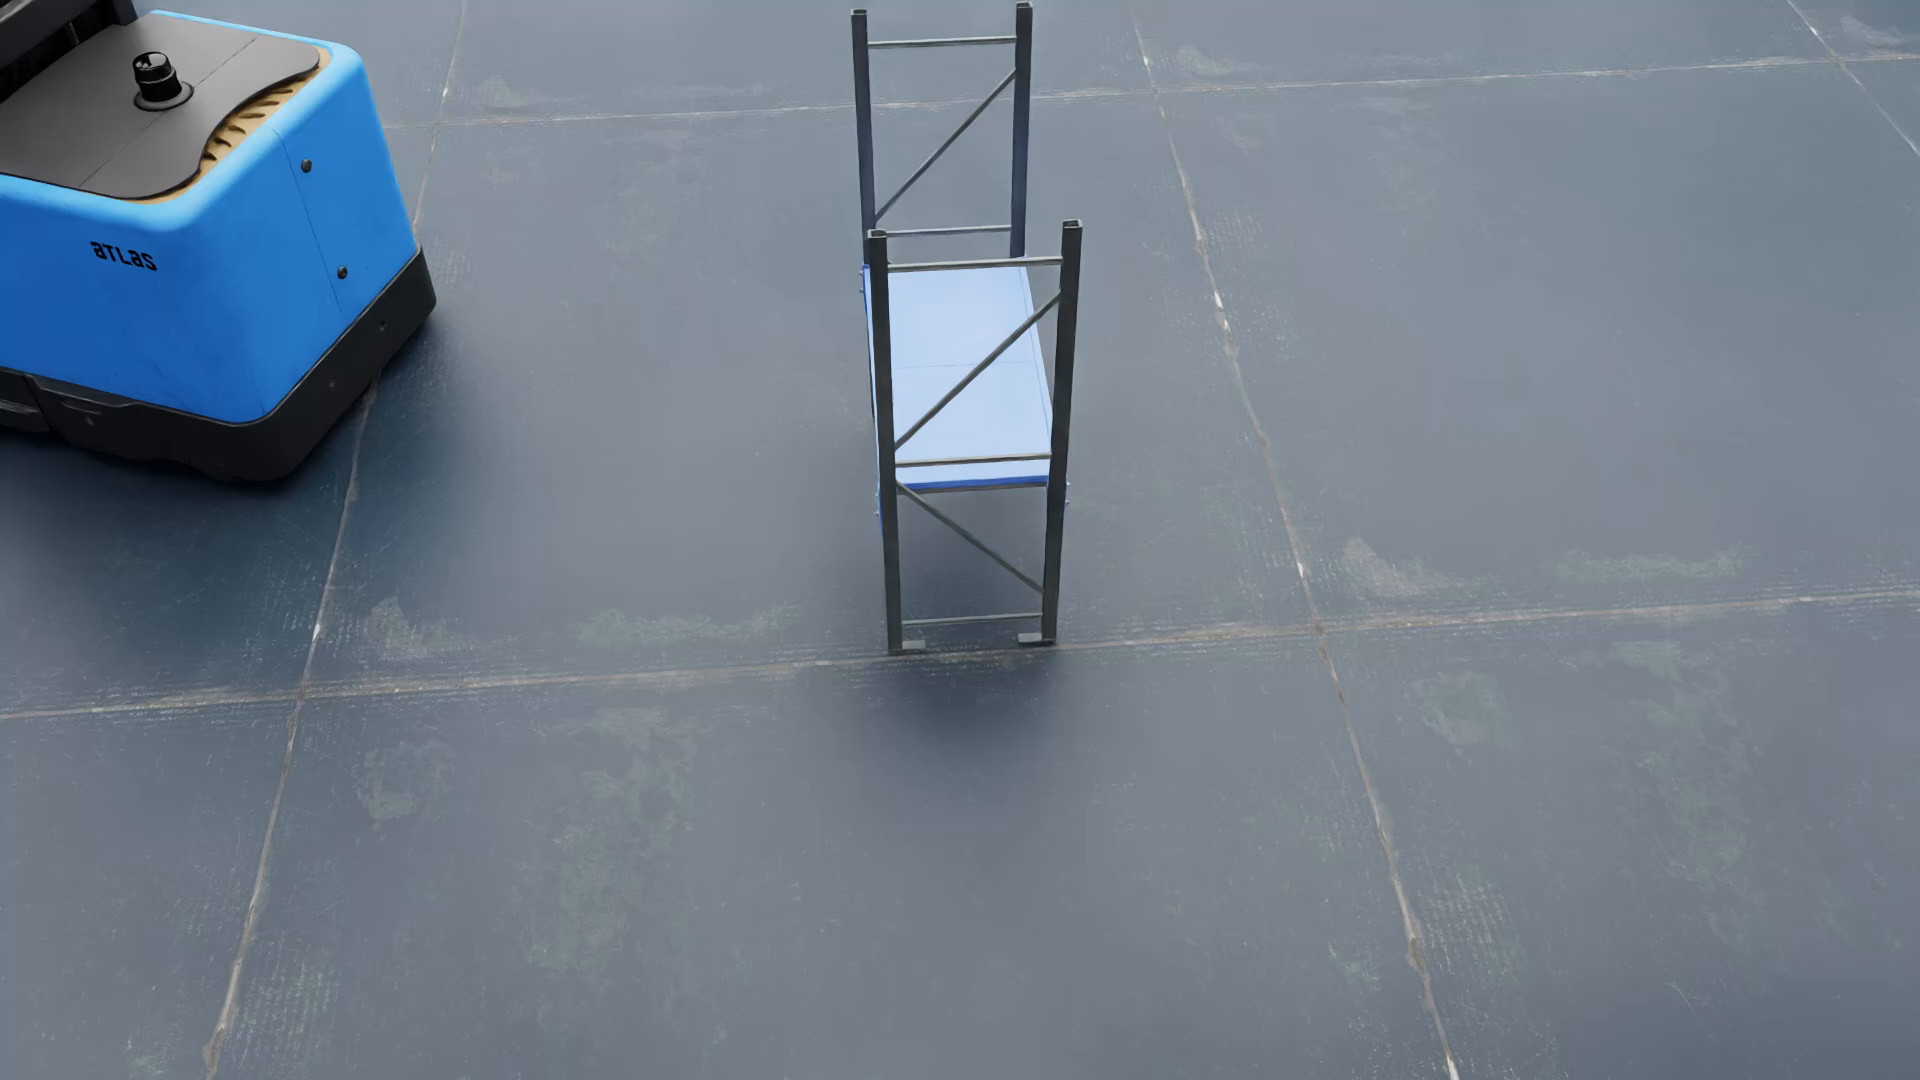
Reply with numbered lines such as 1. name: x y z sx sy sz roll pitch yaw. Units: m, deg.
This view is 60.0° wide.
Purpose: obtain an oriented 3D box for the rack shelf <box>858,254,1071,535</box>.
1. rack shelf: -0.007 -0.454 4.895 0.538 0.185 1.000 -3 47 -3

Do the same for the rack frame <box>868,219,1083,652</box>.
1. rack frame: 0.035 -0.210 4.416 0.500 1.500 0.032 -3 47 -3

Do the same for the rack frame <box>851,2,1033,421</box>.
1. rack frame: -0.050 -0.945 5.112 0.500 1.500 0.032 -3 47 -3

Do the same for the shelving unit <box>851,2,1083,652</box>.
1. shelving unit: -0.007 -0.577 4.764 0.538 1.500 1.048 -3 47 -3

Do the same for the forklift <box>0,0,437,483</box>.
1. forklift: -3.449 -1.832 4.966 3.031 2.935 1.130 13 48 12
